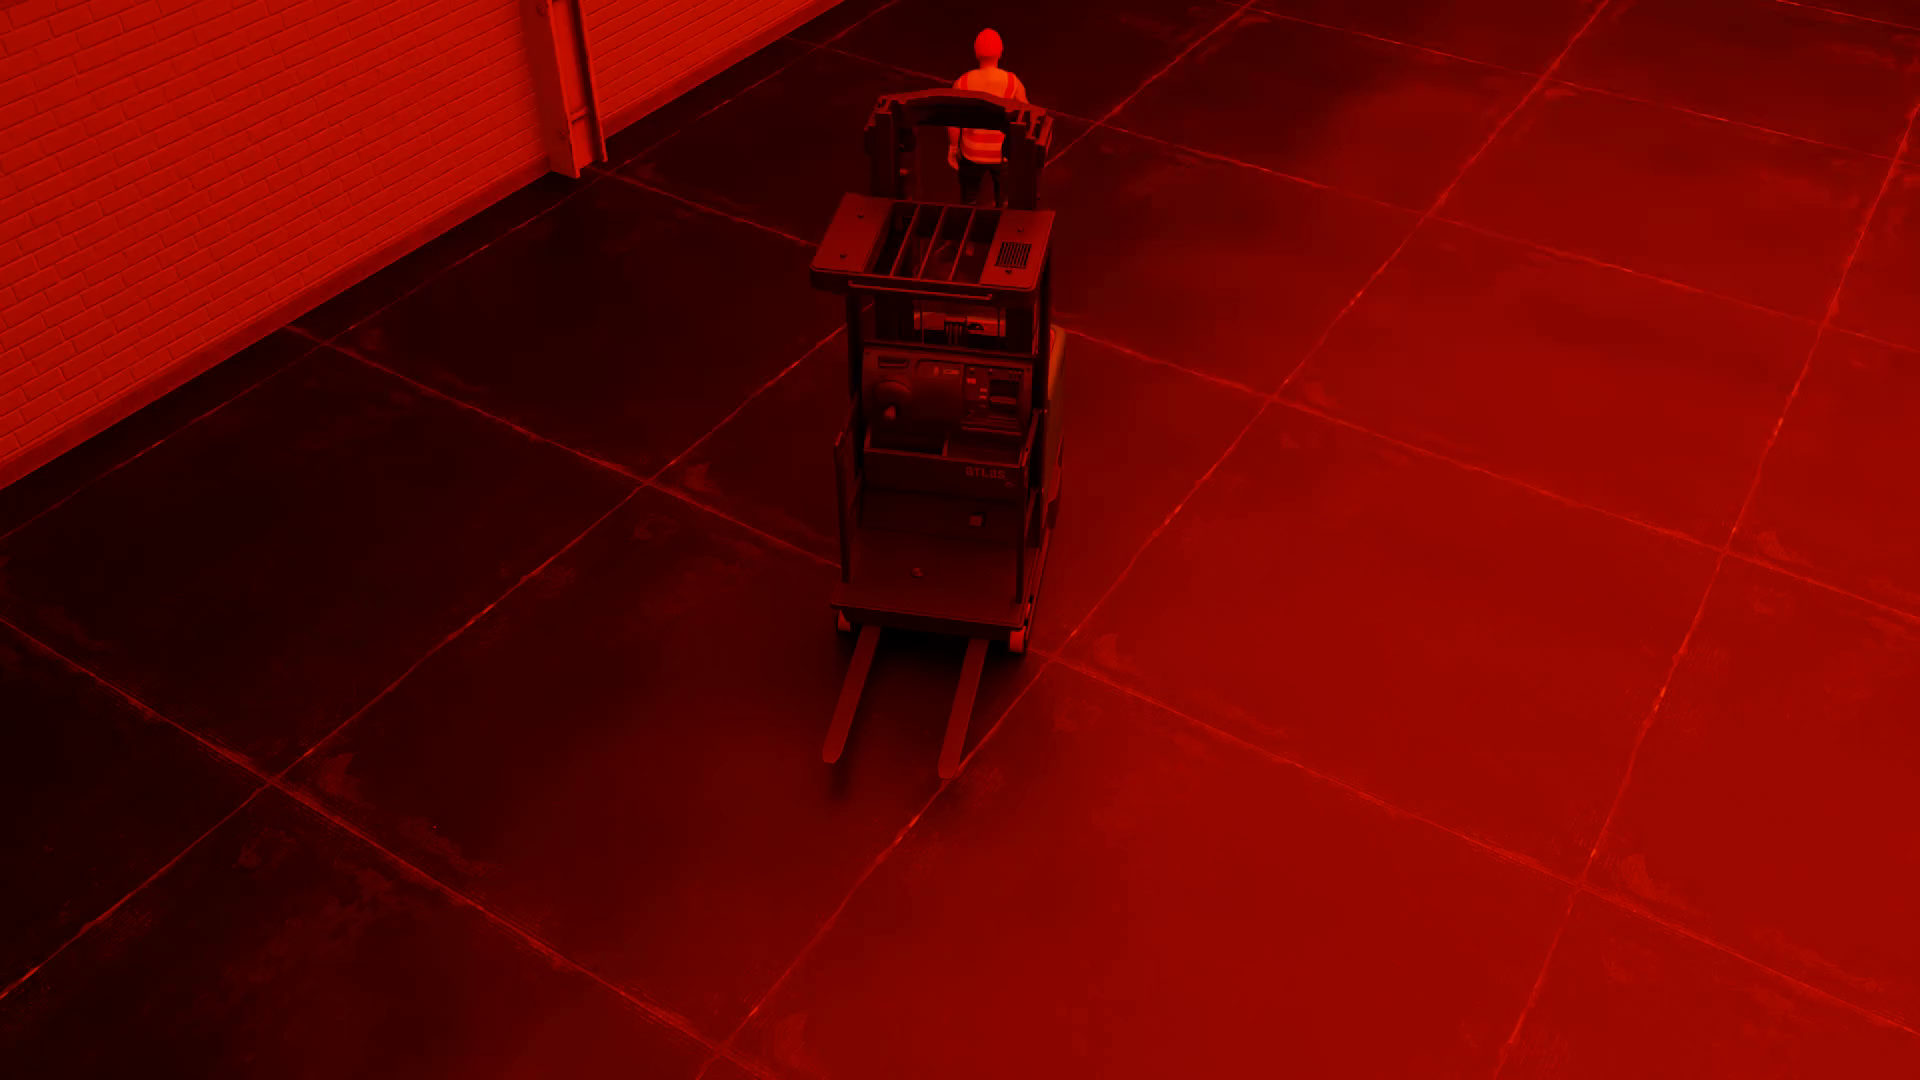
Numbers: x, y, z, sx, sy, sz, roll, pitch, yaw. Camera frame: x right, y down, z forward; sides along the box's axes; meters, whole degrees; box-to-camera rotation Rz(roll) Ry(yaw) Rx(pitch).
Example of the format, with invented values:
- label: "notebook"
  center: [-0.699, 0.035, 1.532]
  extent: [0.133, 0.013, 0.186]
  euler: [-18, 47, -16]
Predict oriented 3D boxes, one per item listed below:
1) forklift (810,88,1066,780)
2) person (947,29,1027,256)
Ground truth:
- label: "forklift"
  center: [-0.108, -0.731, 8.830]
  extent: [1.130, 2.935, 3.031]
  euler: [7, 41, 8]
- label: "person"
  center: [0.218, -2.888, 12.277]
  extent: [0.612, 1.786, 0.451]
  euler: [3, 40, 4]
